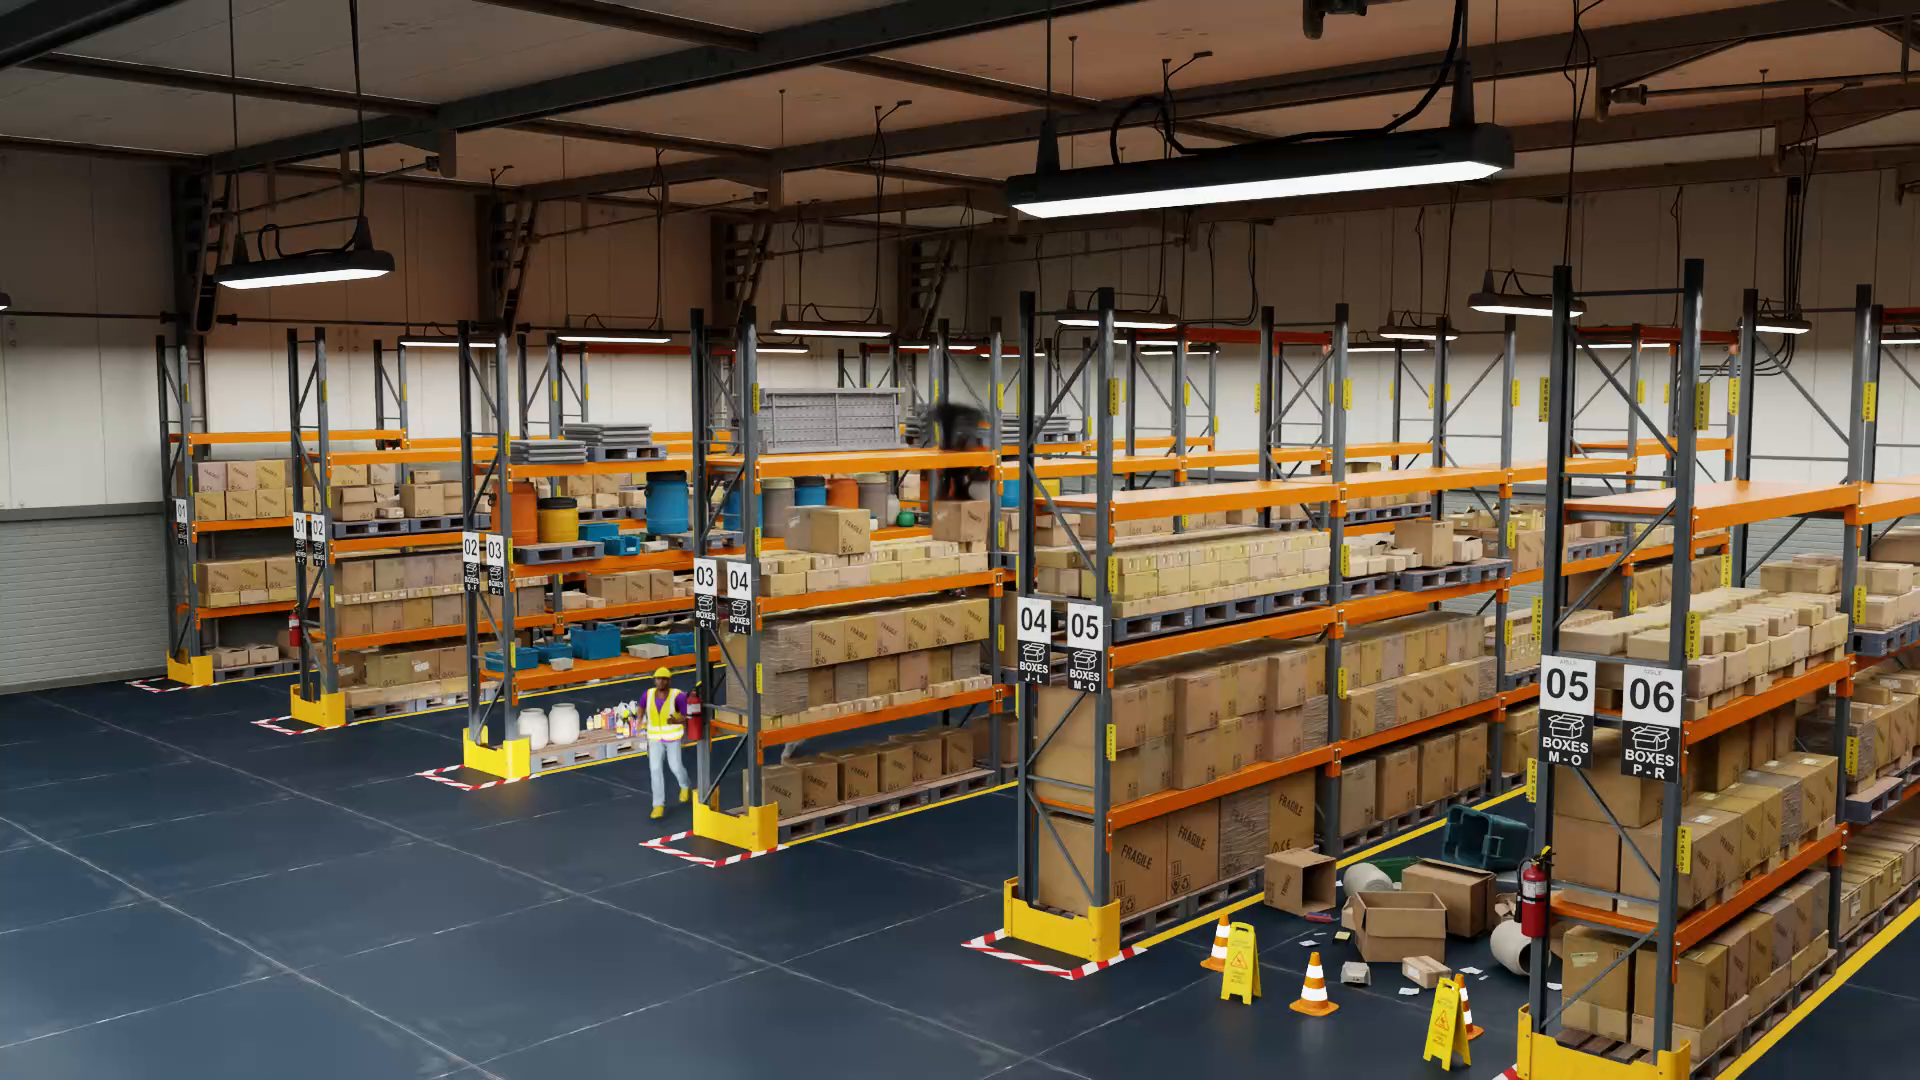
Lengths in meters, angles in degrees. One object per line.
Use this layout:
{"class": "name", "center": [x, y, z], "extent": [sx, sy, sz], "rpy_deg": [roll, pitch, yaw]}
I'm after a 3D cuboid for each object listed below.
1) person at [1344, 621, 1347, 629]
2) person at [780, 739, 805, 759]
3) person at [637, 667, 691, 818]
{"class": "person", "center": [5.832, 1.998, 25.166], "extent": [0.607, 1.644, 0.949], "rpy_deg": [3, 6, 31]}
{"class": "person", "center": [-2.335, 2.094, 23.237], "extent": [0.609, 1.827, 0.866], "rpy_deg": [3, 6, 27]}
{"class": "person", "center": [-3.554, 2.382, 20.002], "extent": [0.710, 1.745, 1.007], "rpy_deg": [0, 5, 3]}
